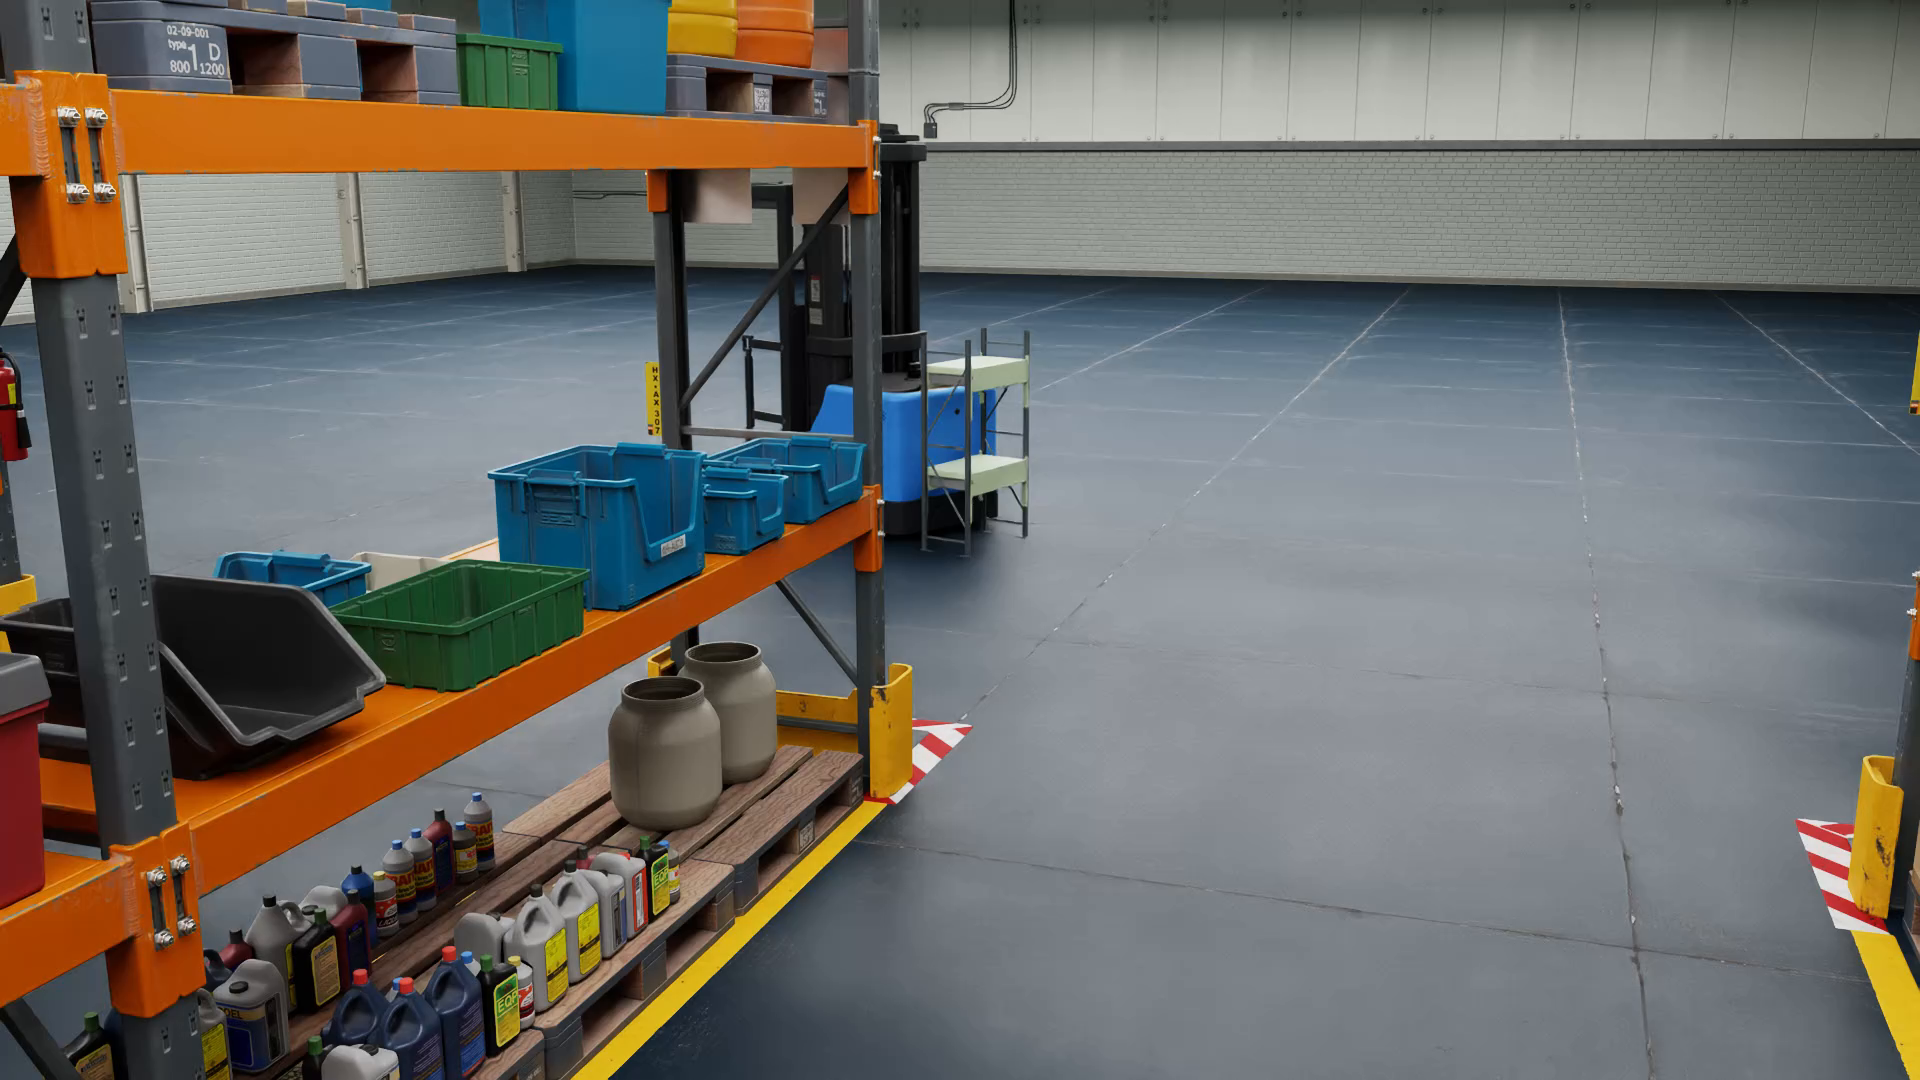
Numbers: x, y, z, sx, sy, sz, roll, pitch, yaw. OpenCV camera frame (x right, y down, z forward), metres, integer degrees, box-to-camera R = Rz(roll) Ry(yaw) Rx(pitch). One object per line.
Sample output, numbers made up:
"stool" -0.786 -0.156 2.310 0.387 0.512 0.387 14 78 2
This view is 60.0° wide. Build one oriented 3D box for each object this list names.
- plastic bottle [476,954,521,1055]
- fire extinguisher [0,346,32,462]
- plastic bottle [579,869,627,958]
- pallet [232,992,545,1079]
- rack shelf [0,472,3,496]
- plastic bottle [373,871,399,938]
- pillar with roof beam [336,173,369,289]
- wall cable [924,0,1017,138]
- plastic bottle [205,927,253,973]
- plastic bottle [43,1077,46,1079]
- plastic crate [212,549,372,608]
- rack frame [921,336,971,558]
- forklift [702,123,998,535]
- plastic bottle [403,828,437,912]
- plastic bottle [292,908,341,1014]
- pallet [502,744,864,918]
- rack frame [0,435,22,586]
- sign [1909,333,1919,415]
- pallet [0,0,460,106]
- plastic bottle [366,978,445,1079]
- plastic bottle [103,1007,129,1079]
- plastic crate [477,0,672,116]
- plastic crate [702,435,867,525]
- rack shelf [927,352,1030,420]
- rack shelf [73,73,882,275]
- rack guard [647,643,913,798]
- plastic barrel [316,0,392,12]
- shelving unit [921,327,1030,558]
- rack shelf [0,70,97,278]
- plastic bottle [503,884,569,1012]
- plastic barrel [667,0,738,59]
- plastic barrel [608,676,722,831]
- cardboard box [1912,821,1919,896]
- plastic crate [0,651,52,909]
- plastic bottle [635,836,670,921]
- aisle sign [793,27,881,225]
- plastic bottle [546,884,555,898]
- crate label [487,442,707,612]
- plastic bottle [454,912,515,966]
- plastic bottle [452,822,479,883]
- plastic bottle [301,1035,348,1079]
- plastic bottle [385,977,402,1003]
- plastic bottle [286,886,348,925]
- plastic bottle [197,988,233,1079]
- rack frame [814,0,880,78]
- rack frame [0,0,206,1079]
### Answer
"plastic bottle" -1.308 1.293 4.699 0.061 0.283 0.133 5 14 21
"fire extinguisher" -5.035 -0.758 8.740 0.296 0.674 0.183 4 14 18
"plastic bottle" -1.153 1.164 5.278 0.152 0.276 0.135 4 13 17
"pallet" -1.859 1.616 4.435 1.003 0.211 1.213 4 14 18
"rack shelf" -6.155 -0.032 7.006 1.077 0.370 4.000 4 14 18
"plastic bottle" -1.878 1.175 5.397 0.097 0.201 0.097 0 13 0
"pillar with roof beam" -8.822 -9.461 33.215 9.100 9.000 0.400 4 14 18
"wall cable" 0.228 -12.530 39.021 2.305 6.003 0.169 4 14 18
"plastic bottle" -2.104 1.270 4.797 0.061 0.283 0.133 5 14 22
"plastic bottle" -2.293 1.445 4.214 0.097 0.201 0.097 0 13 0
"plastic crate" -2.014 0.214 4.642 0.499 0.251 0.616 4 14 18
"rack frame" -0.096 -0.633 11.389 0.400 1.500 0.023 9 16 34
"forklift" -1.083 -1.708 12.883 1.130 2.935 3.031 -12 17 -41
"plastic bottle" -1.814 1.099 5.573 0.097 0.271 0.097 0 13 0
"plastic bottle" -1.908 1.242 4.923 0.061 0.283 0.133 4 14 18
"pallet" -1.069 1.102 6.686 1.003 0.211 1.213 4 14 18
"rack frame" -5.508 -0.804 8.771 1.000 3.000 0.127 4 14 18
"sign" 3.341 -0.592 5.718 0.100 0.325 0.005 4 14 18
"pallet" -1.974 -1.135 3.902 1.213 0.211 1.003 4 14 18
"plastic bottle" -1.462 1.331 4.378 0.144 0.351 0.185 5 14 20
"plastic bottle" -2.180 1.315 4.449 0.144 0.351 0.185 4 13 17
"plastic crate" -1.153 -1.479 5.022 0.392 0.384 0.575 4 14 18
"plastic crate" -0.700 -0.248 6.669 0.499 0.251 0.616 4 14 18
"rack shelf" 0.113 -1.080 11.595 0.431 0.370 0.720 9 16 34
"rack shelf" -1.468 -1.138 5.110 1.077 0.370 4.000 4 14 18
"rack guard" -0.801 0.790 7.402 1.175 0.500 0.348 4 14 18
"plastic barrel" -1.692 -1.719 3.967 0.600 0.901 0.708 4 14 18
"shelving unit" 0.113 -0.699 11.682 0.431 1.500 0.755 9 16 34
"rack shelf" -2.763 -0.296 1.420 1.077 0.370 4.000 4 14 18
"plastic bottle" -1.263 1.202 4.944 0.144 0.351 0.185 4 14 18
"plastic barrel" -1.070 -1.957 5.715 0.600 0.588 0.600 0 13 0
"plastic barrel" -1.124 0.810 6.345 0.421 0.512 0.421 0 13 0
"cardboard box" 3.480 1.142 5.477 0.500 0.250 0.500 4 14 18
"plastic crate" -1.983 0.487 2.968 0.402 0.464 0.583 4 14 18
"plastic bottle" -1.021 1.106 5.516 0.061 0.283 0.133 5 14 20
"aisle sign" -0.517 -1.709 6.892 0.394 0.787 0.004 4 14 18
"plastic bottle" -1.277 1.196 5.309 0.097 0.201 0.097 0 13 0
"crate label" -1.161 -0.058 5.421 0.502 0.435 0.616 4 14 18
"plastic bottle" -1.411 1.233 4.976 0.152 0.276 0.135 4 14 18
"plastic bottle" -1.736 1.083 5.801 0.097 0.201 0.097 0 13 0
"plastic bottle" -1.620 1.391 4.268 0.061 0.283 0.133 4 14 18
"plastic bottle" -1.529 1.331 4.559 0.097 0.271 0.097 0 13 0
"plastic bottle" -1.957 1.209 5.081 0.152 0.276 0.135 5 14 19
"plastic bottle" -2.043 1.325 4.404 0.144 0.351 0.185 4 14 18
"rack frame" -0.821 -3.372 6.541 1.000 3.000 0.127 4 14 18
"rack frame" -2.119 0.394 3.520 0.949 2.616 0.053 4 14 18
